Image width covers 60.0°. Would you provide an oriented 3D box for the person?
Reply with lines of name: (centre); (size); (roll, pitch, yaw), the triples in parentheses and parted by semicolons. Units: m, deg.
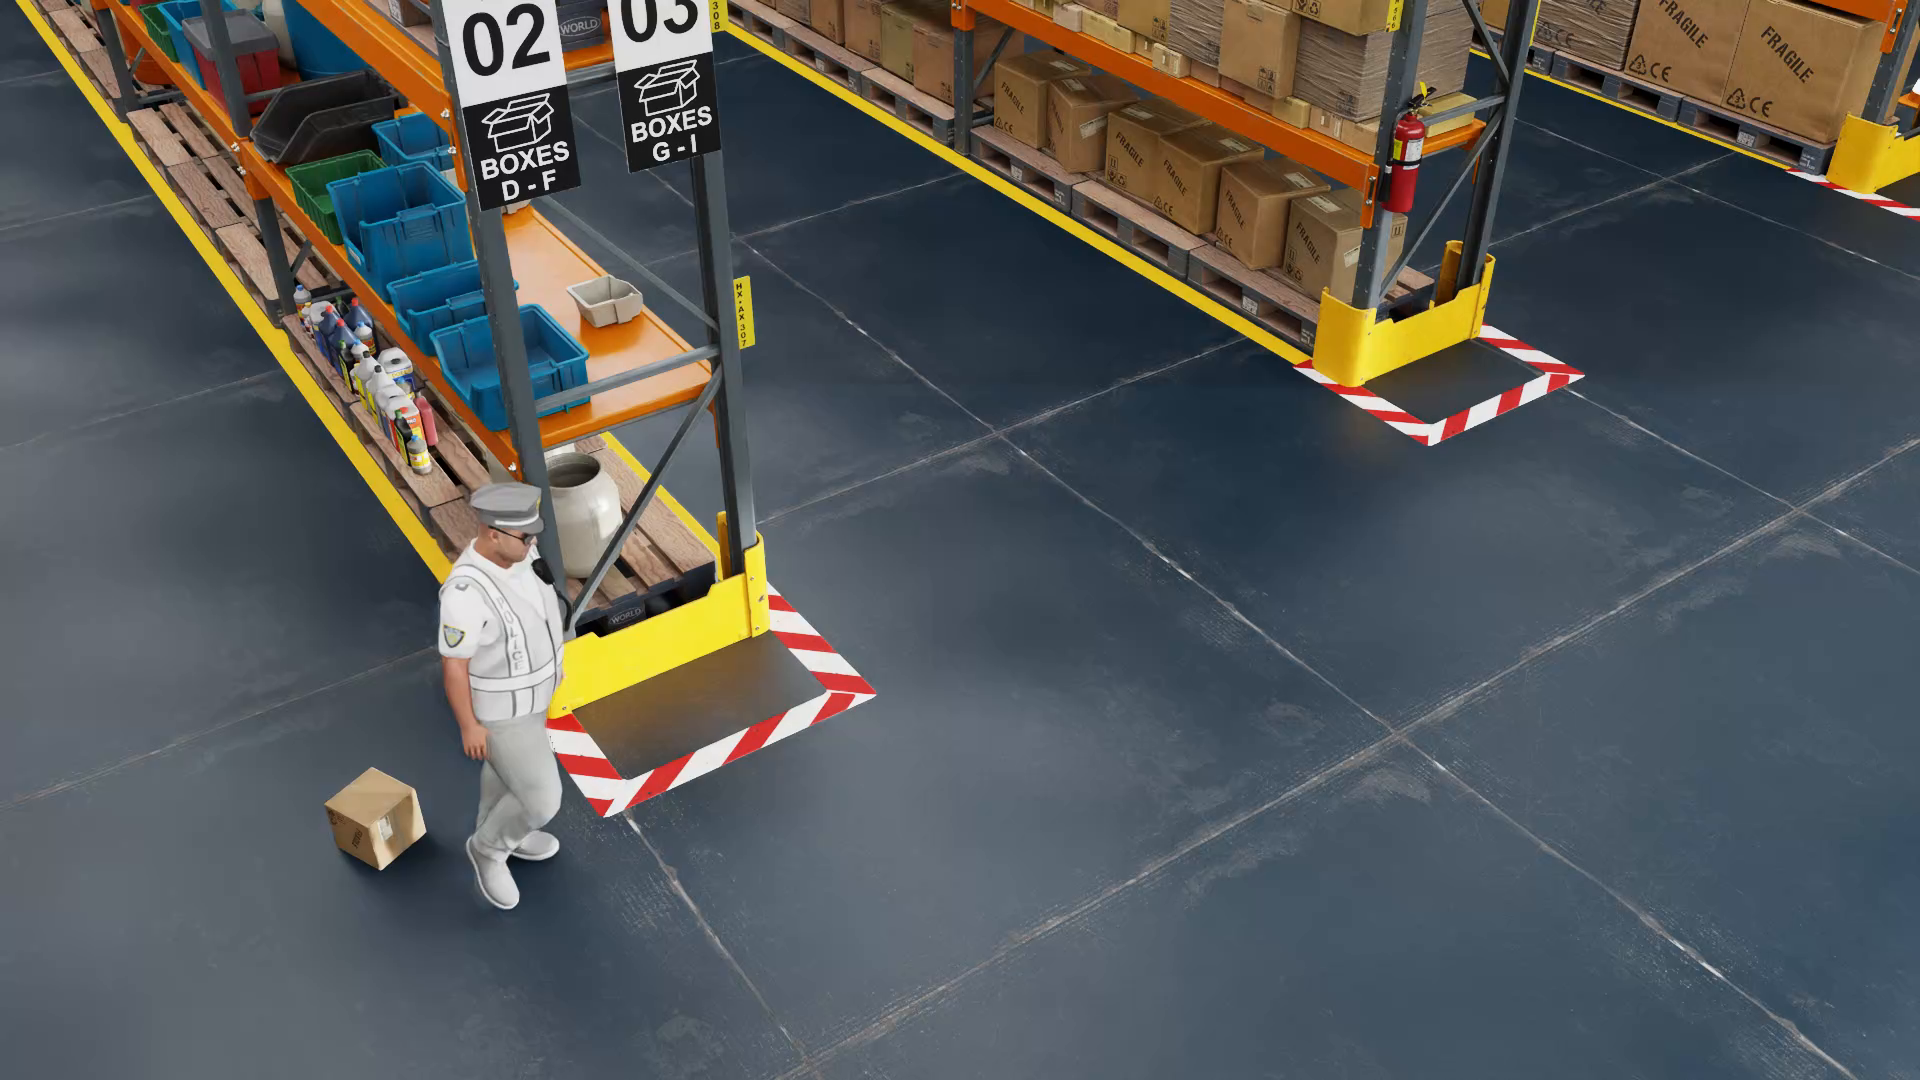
person: (-1.703, 0.571, 6.202); (0.492, 1.724, 0.641); (4, 36, 6)
